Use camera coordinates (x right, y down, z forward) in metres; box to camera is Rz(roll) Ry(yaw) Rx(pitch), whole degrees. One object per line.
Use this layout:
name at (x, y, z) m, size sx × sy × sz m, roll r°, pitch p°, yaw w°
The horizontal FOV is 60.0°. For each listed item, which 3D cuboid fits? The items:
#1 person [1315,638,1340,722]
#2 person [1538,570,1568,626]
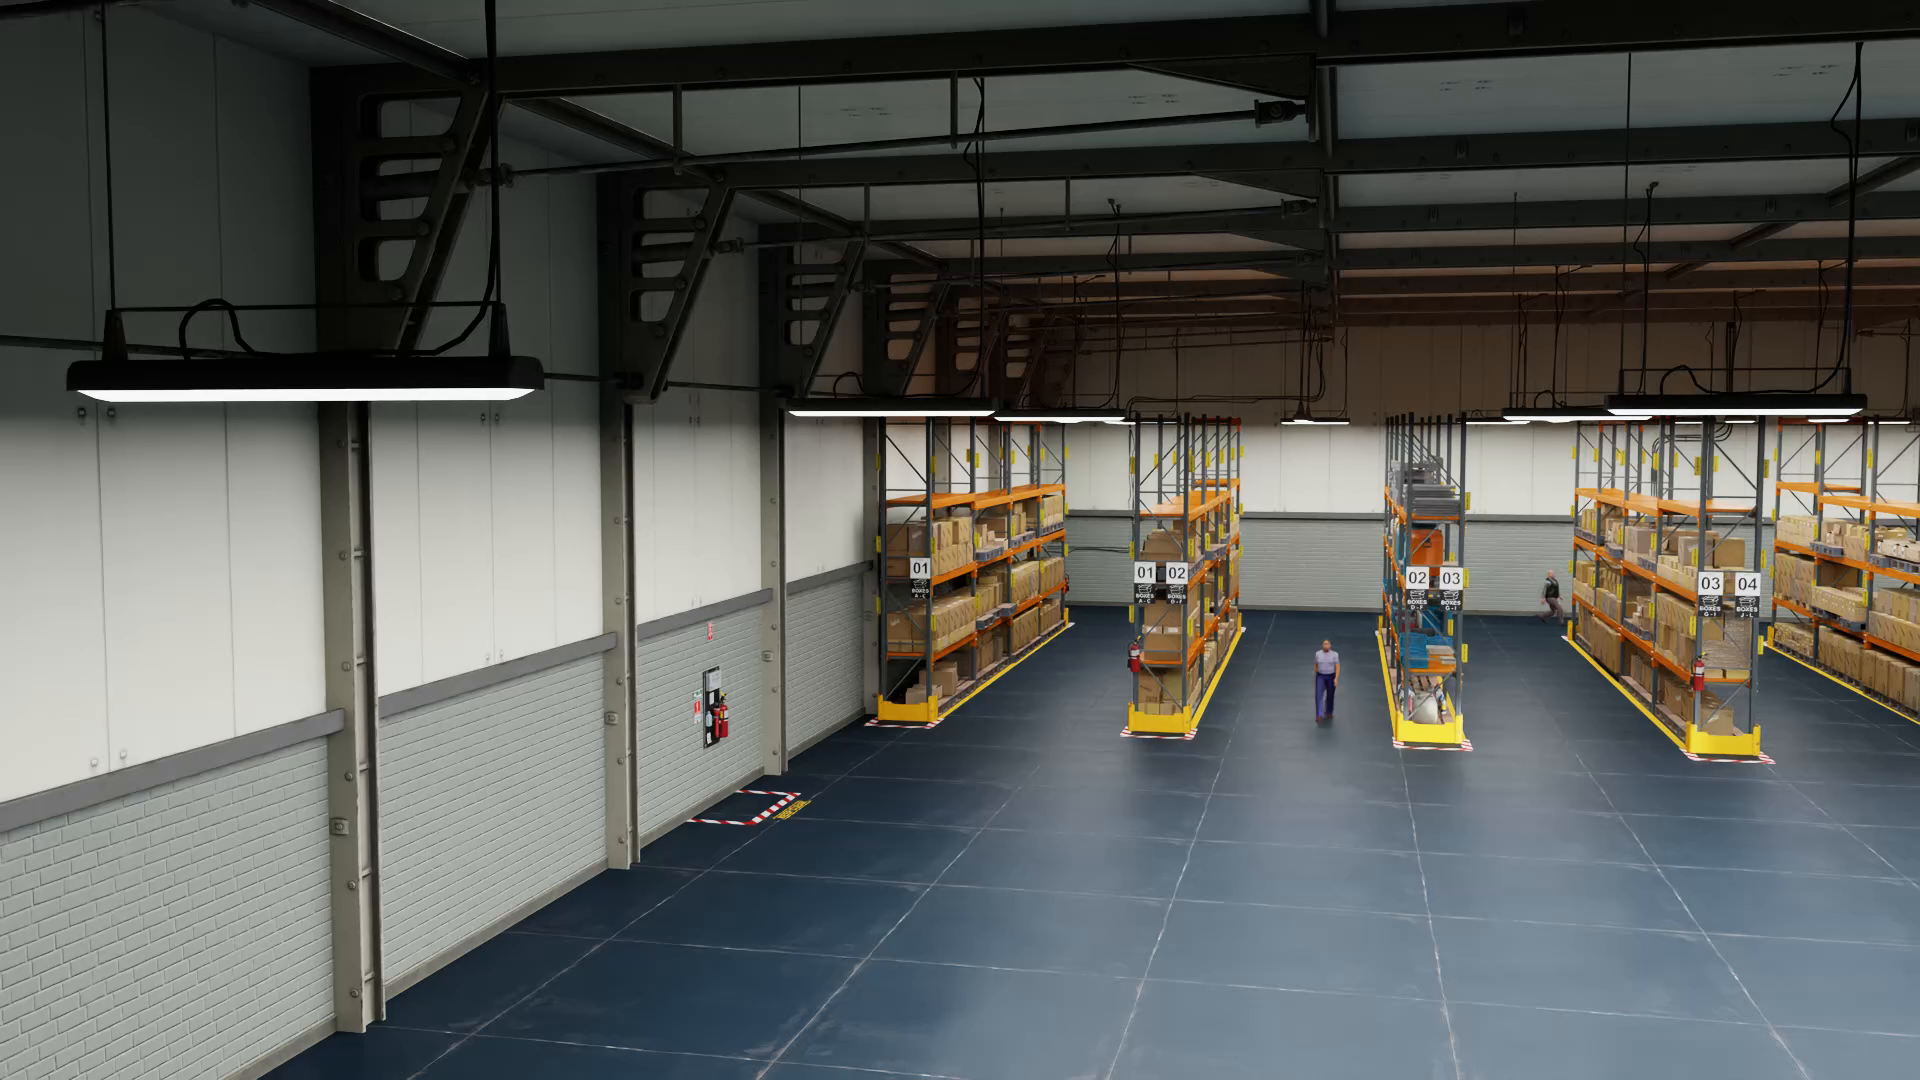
person at (7.136, 2.722, 32.332) m, size 0.491 × 1.586 × 0.948 m, roll 1°, pitch 4°, yaw 14°
person at (17.162, 1.666, 48.083) m, size 0.528 × 1.614 × 1.053 m, roll -4°, pitch 5°, yaw -43°
